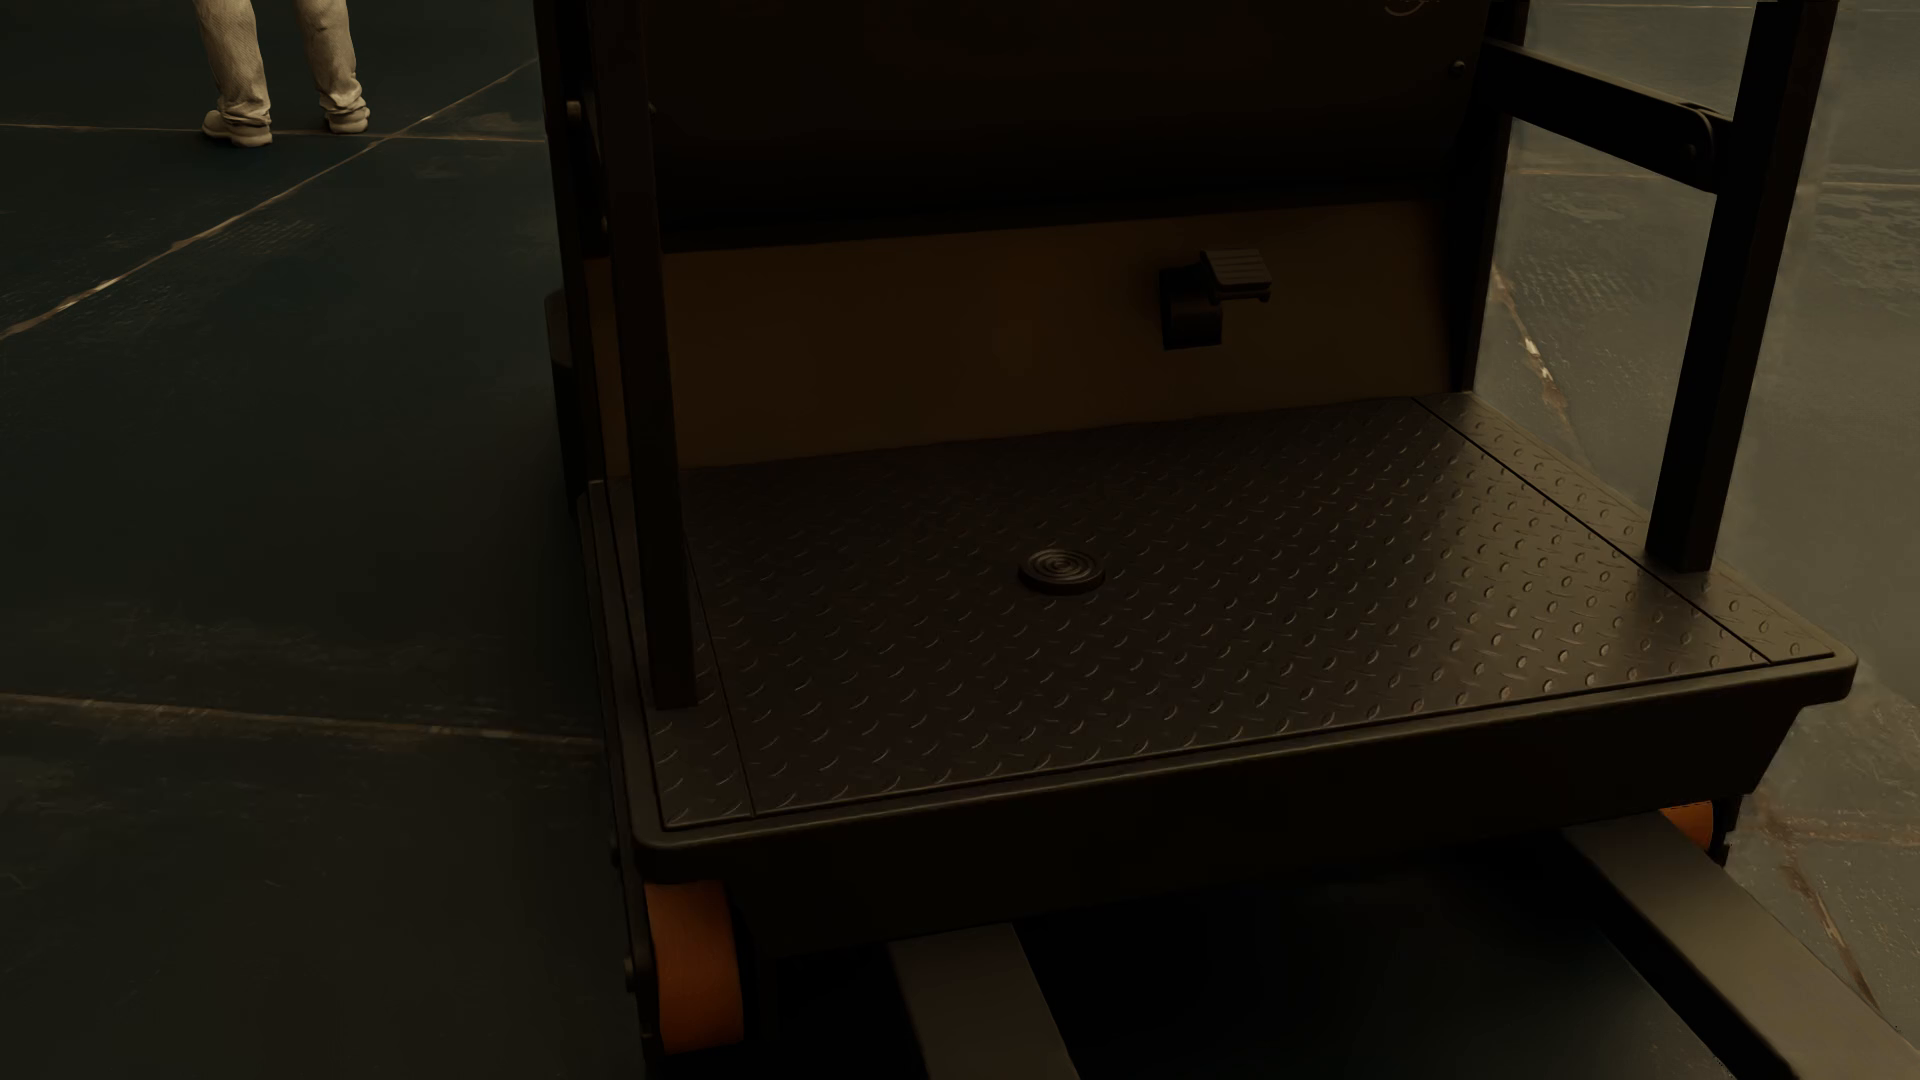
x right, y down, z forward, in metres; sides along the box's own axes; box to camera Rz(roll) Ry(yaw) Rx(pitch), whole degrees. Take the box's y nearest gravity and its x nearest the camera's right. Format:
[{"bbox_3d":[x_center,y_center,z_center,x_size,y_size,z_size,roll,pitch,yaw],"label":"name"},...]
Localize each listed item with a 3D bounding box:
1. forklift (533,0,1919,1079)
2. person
[{"bbox_3d":[0.165,-1.027,1.275,1.130,2.935,3.031,-7,27,-13],"label":"forklift"},{"bbox_3d":[-1.987,-1.977,4.501,0.626,1.755,0.463,-19,32,-33],"label":"person"}]
